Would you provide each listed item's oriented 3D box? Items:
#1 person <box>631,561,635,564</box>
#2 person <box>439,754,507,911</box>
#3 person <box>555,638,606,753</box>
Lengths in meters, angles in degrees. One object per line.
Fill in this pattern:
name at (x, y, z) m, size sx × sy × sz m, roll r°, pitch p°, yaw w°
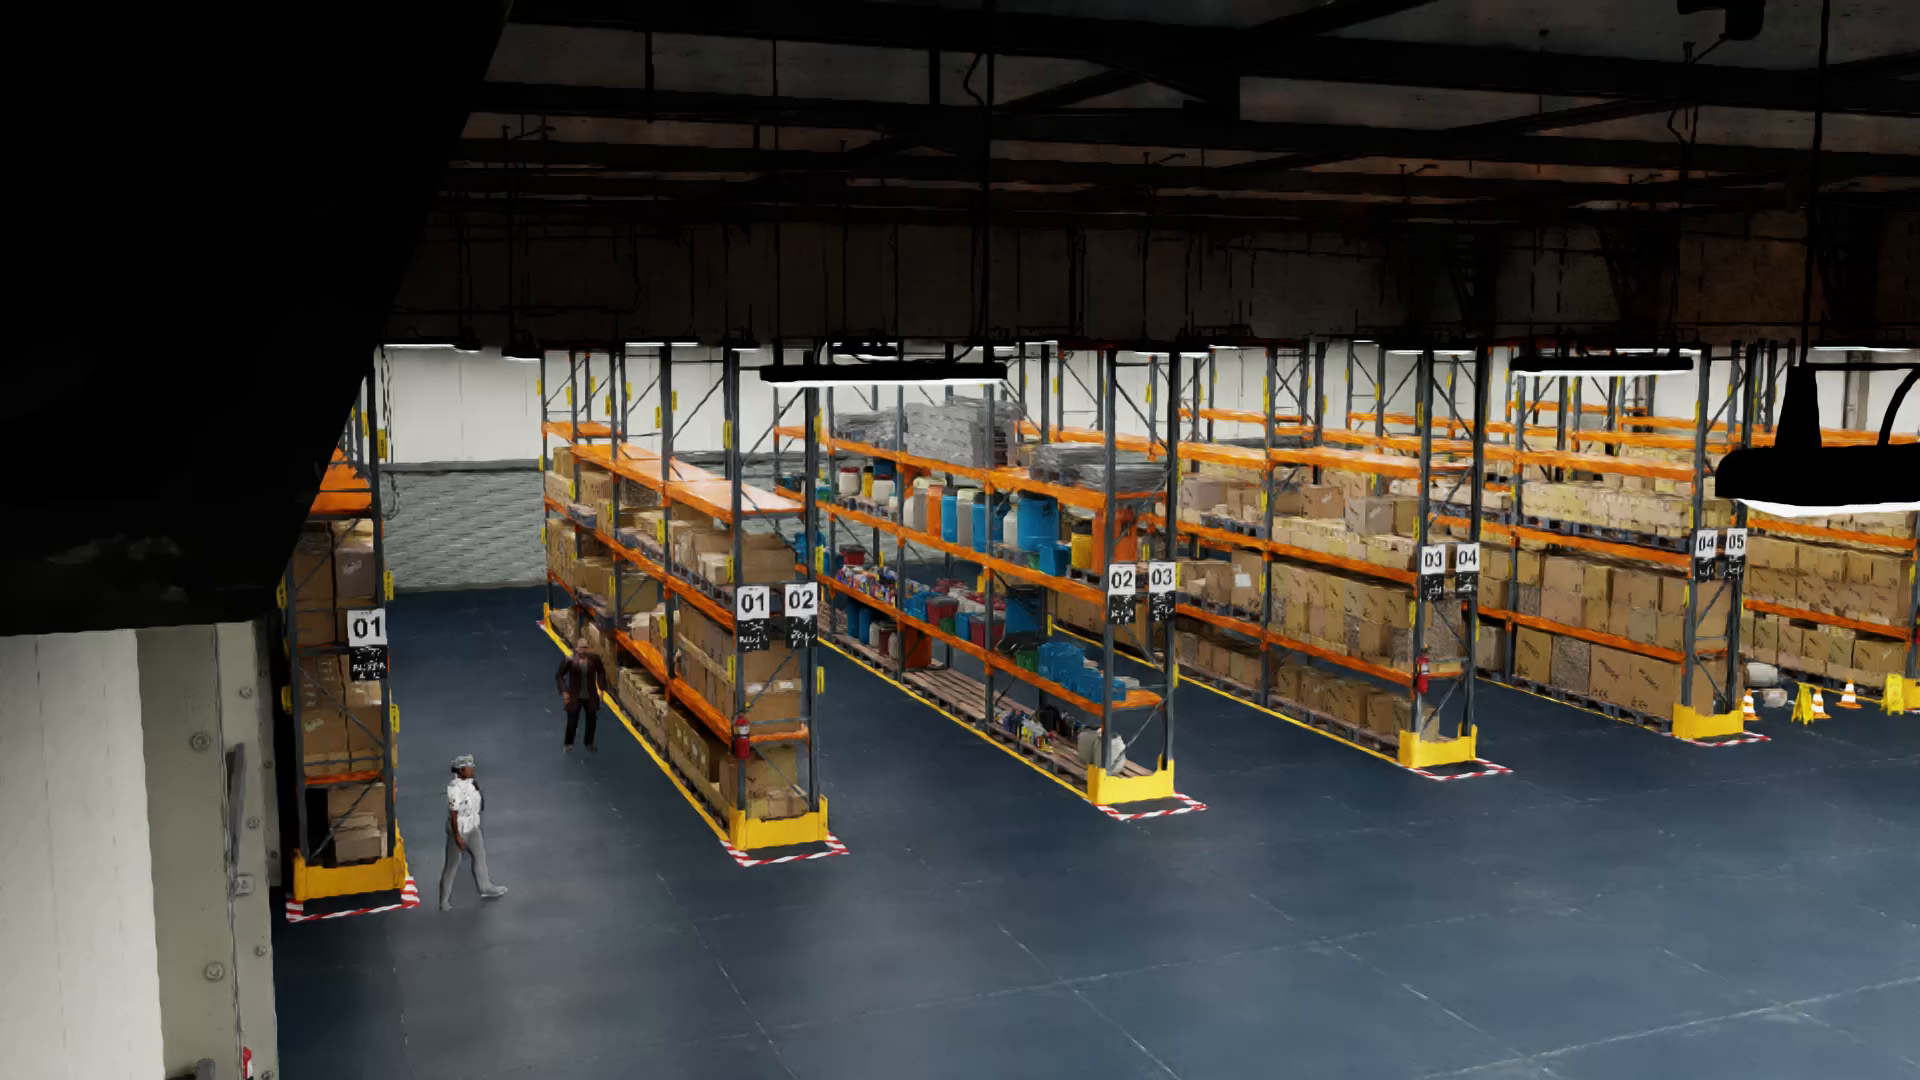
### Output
person at (-6.954, 0.870, 35.920) m, size 0.453 × 1.581 × 1.067 m, roll -4°, pitch 8°, yaw -28°
person at (-5.383, 3.145, 18.141) m, size 0.558 × 1.666 × 0.697 m, roll 2°, pitch 8°, yaw 15°
person at (-5.602, 2.288, 24.595) m, size 0.729 × 1.732 × 0.546 m, roll -3°, pitch 8°, yaw -23°
